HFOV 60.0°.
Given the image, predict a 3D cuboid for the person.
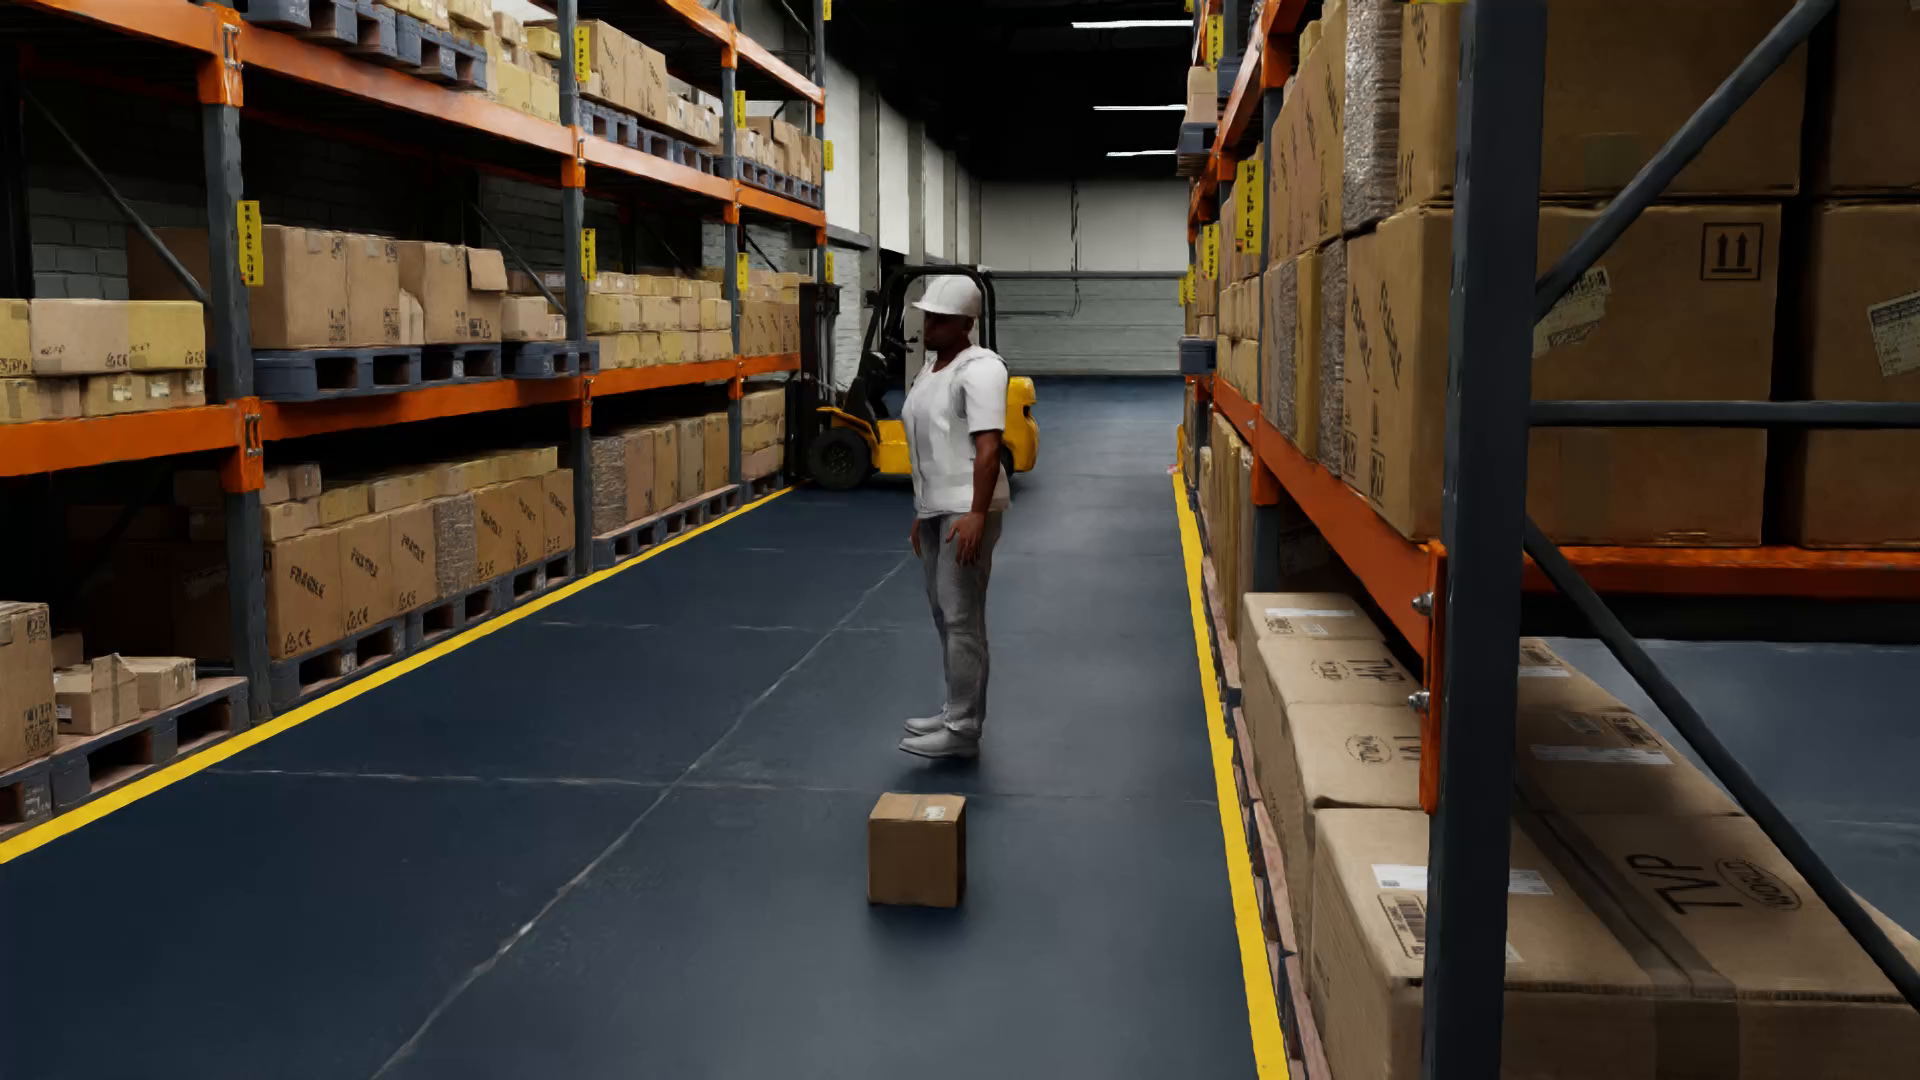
[{"bbox_3d":[-0.065,-0.090,6.148,0.462,1.770,0.648,-3,8,-23],"label":"person"}]
